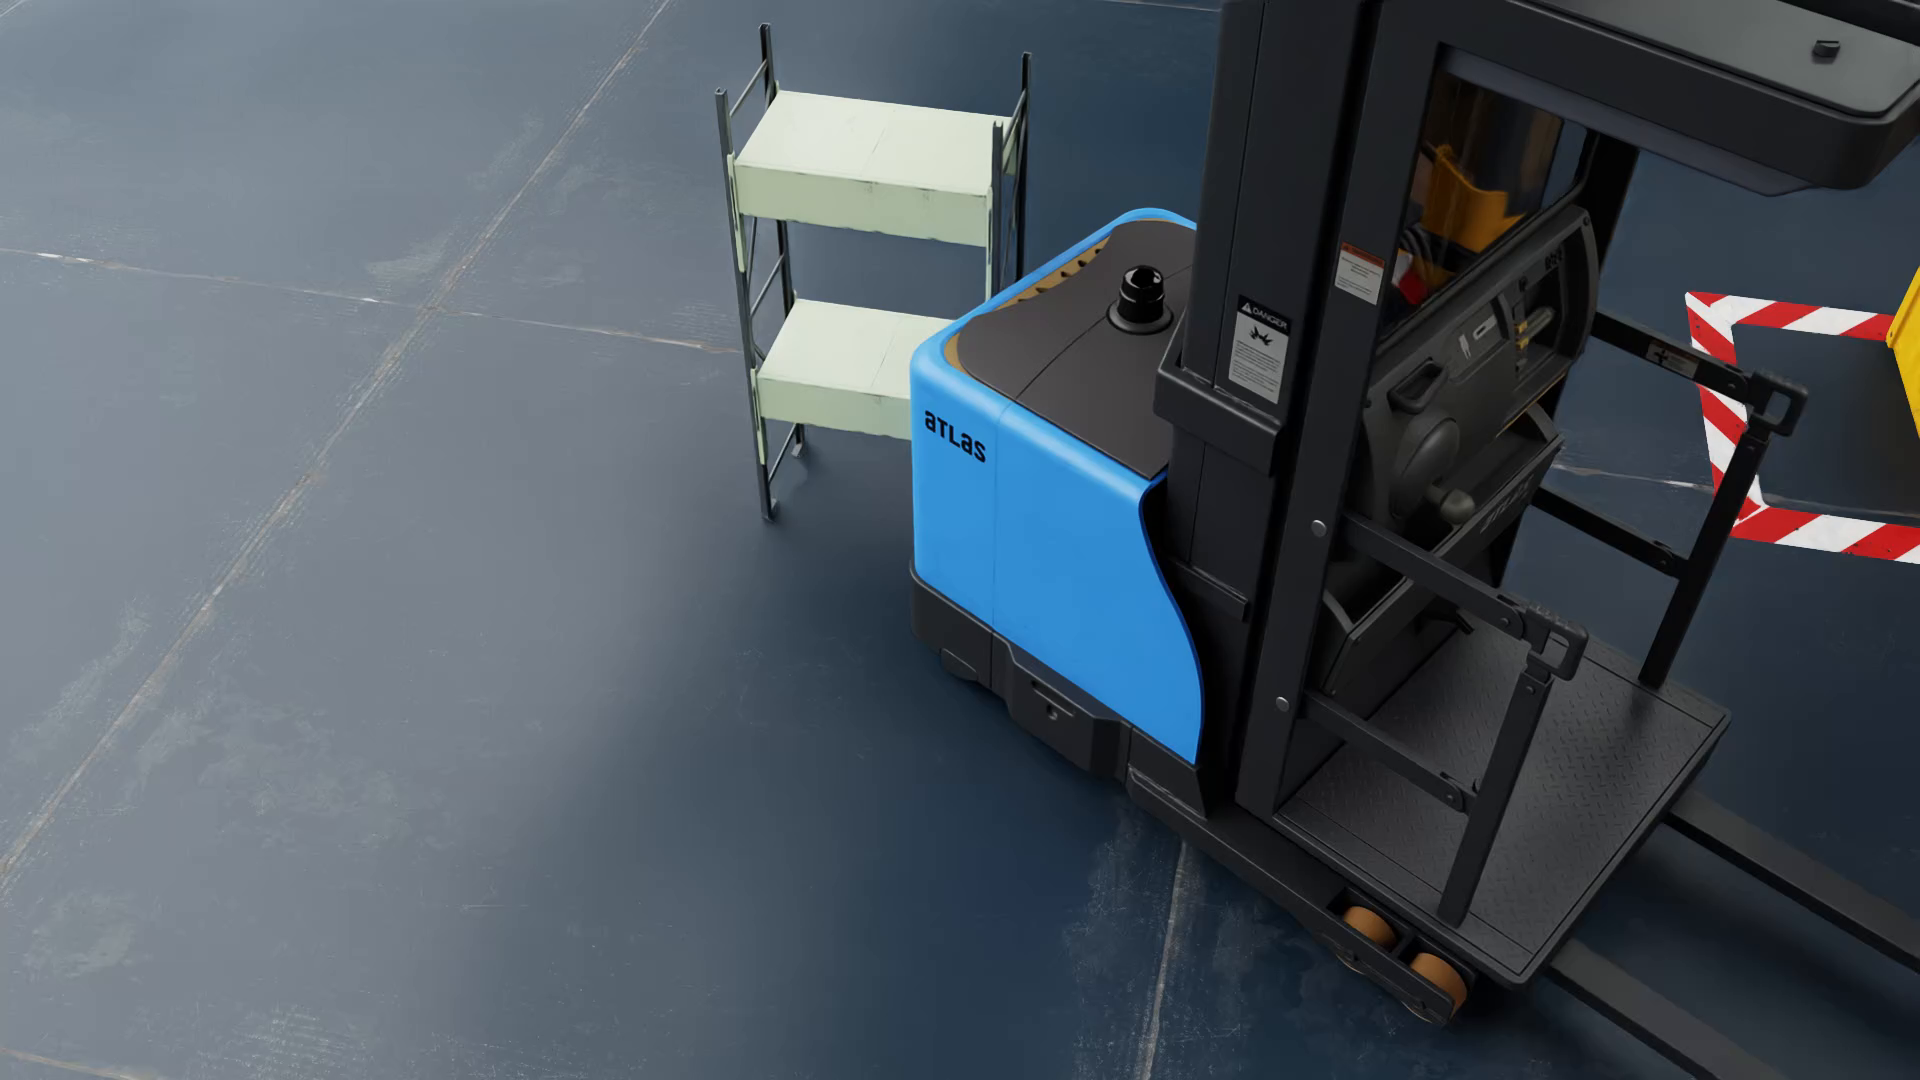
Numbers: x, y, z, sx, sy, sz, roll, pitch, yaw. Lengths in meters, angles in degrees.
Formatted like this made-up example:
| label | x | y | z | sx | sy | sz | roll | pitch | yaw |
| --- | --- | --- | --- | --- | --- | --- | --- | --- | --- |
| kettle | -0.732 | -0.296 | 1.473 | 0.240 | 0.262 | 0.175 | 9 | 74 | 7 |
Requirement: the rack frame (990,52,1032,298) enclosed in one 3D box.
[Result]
| label | x | y | z | sx | sy | sz | roll | pitch | yaw |
| --- | --- | --- | --- | --- | --- | --- | --- | --- | --- |
| rack frame | 0.136 | -0.627 | 4.820 | 0.023 | 1.500 | 0.400 | 9 | 45 | 9 |

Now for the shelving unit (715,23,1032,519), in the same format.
| label | x | y | z | sx | sy | sz | roll | pitch | yaw |
| --- | --- | --- | --- | --- | --- | --- | --- | --- | --- |
| shelving unit | -0.220 | -0.685 | 4.880 | 0.755 | 1.500 | 0.431 | 9 | 45 | 9 |

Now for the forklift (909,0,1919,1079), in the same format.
| label | x | y | z | sx | sy | sz | roll | pitch | yaw |
| --- | --- | --- | --- | --- | --- | --- | --- | --- | --- |
| forklift | 1.274 | -0.304 | 3.452 | 3.031 | 2.935 | 1.130 | 33 | 53 | 30 |

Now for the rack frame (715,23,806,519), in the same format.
| label | x | y | z | sx | sy | sz | roll | pitch | yaw |
| --- | --- | --- | --- | --- | --- | --- | --- | --- | --- |
| rack frame | -0.576 | -0.743 | 4.940 | 0.023 | 1.500 | 0.400 | 9 | 45 | 9 |

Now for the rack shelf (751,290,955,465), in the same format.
| label | x | y | z | sx | sy | sz | roll | pitch | yaw |
| --- | --- | --- | --- | --- | --- | --- | --- | --- | --- |
| rack shelf | -0.220 | -0.450 | 5.106 | 0.720 | 0.370 | 0.431 | 9 | 45 | 9 |

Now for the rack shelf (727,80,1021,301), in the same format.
| label | x | y | z | sx | sy | sz | roll | pitch | yaw |
| --- | --- | --- | --- | --- | --- | --- | --- | --- | --- |
| rack shelf | -0.220 | -0.966 | 4.610 | 0.720 | 0.370 | 0.431 | 9 | 45 | 9 |

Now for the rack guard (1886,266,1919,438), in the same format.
| label | x | y | z | sx | sy | sz | roll | pitch | yaw |
| --- | --- | --- | --- | --- | --- | --- | --- | --- | --- |
| rack guard | 3.400 | -0.531 | 5.441 | 0.348 | 0.500 | 1.175 | 9 | 45 | 9 |
